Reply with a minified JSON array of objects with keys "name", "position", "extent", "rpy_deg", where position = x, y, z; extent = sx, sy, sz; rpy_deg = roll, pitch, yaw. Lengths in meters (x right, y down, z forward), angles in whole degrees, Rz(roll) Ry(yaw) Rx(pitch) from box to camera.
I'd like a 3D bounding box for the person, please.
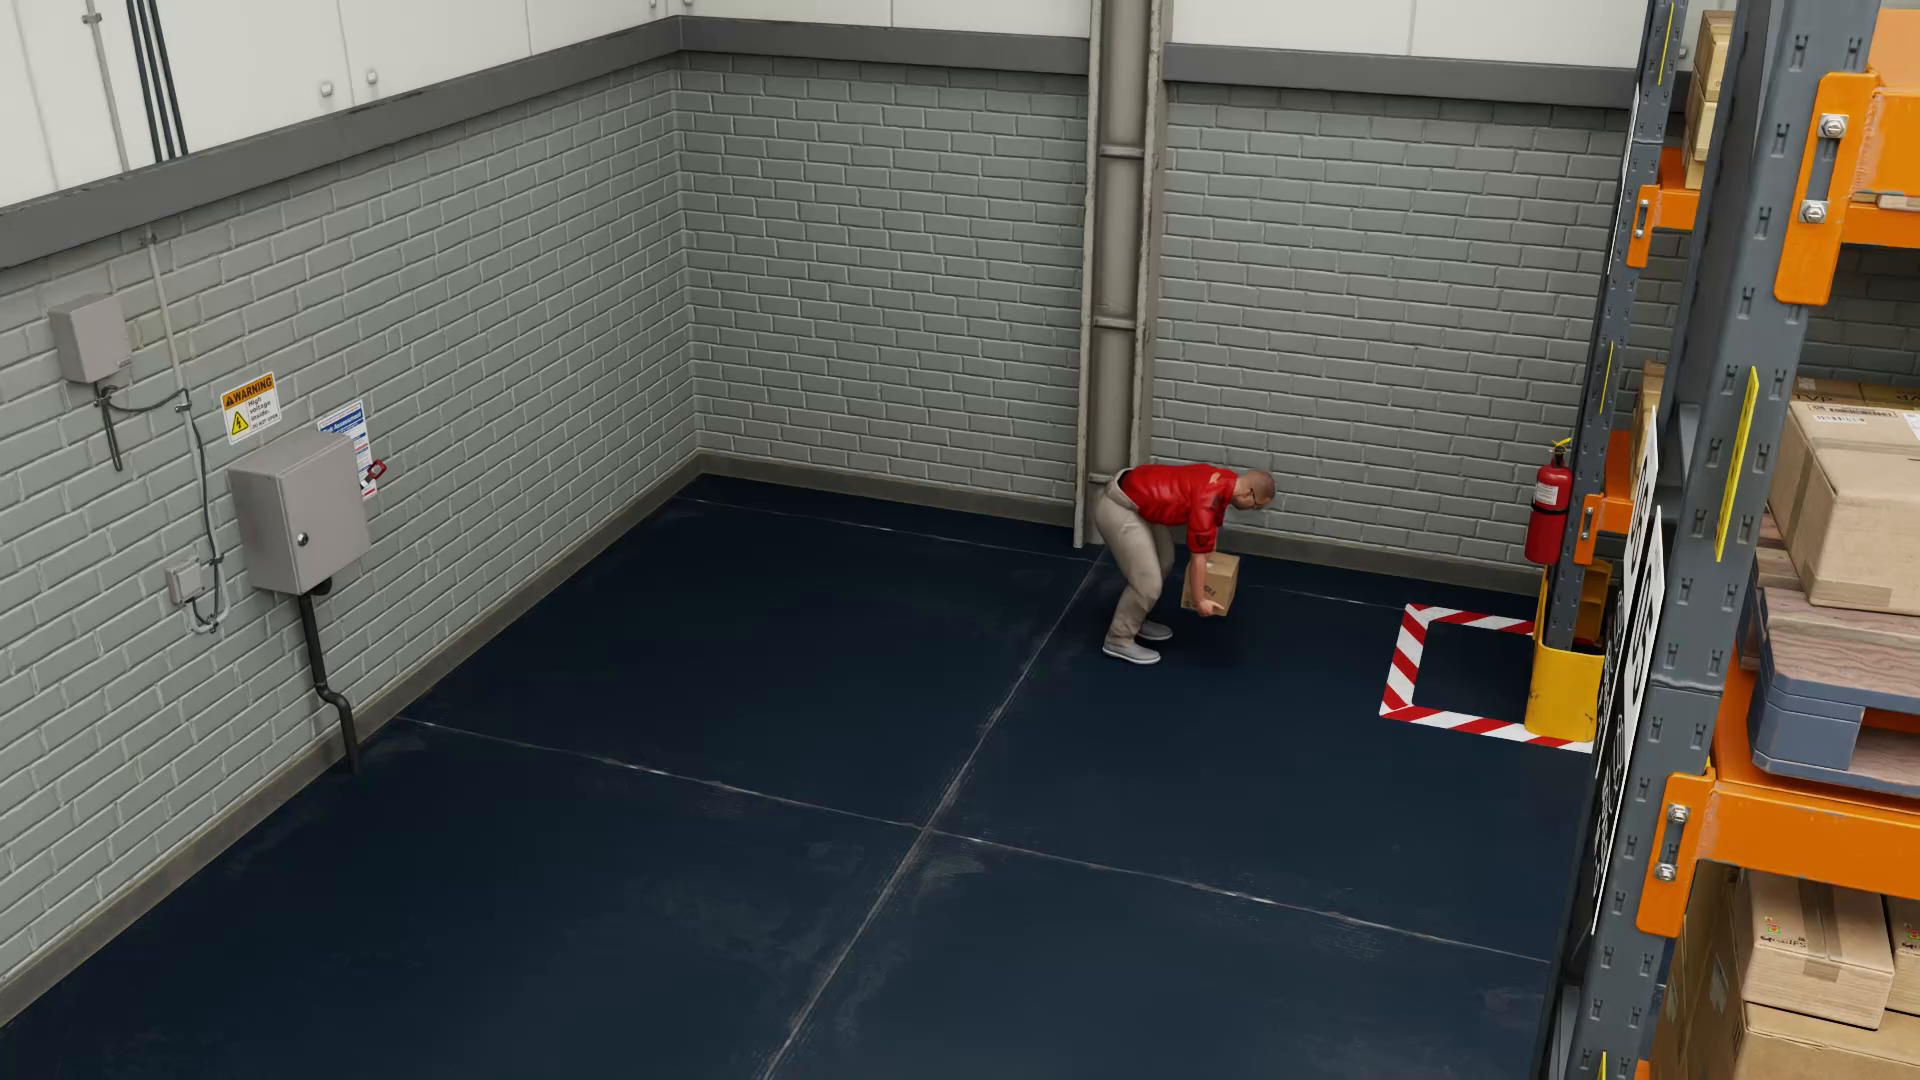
[{"name":"person","position":[1.206,0.111,9.073],"extent":[0.950,1.151,0.490],"rpy_deg":[8,27,16]}]
